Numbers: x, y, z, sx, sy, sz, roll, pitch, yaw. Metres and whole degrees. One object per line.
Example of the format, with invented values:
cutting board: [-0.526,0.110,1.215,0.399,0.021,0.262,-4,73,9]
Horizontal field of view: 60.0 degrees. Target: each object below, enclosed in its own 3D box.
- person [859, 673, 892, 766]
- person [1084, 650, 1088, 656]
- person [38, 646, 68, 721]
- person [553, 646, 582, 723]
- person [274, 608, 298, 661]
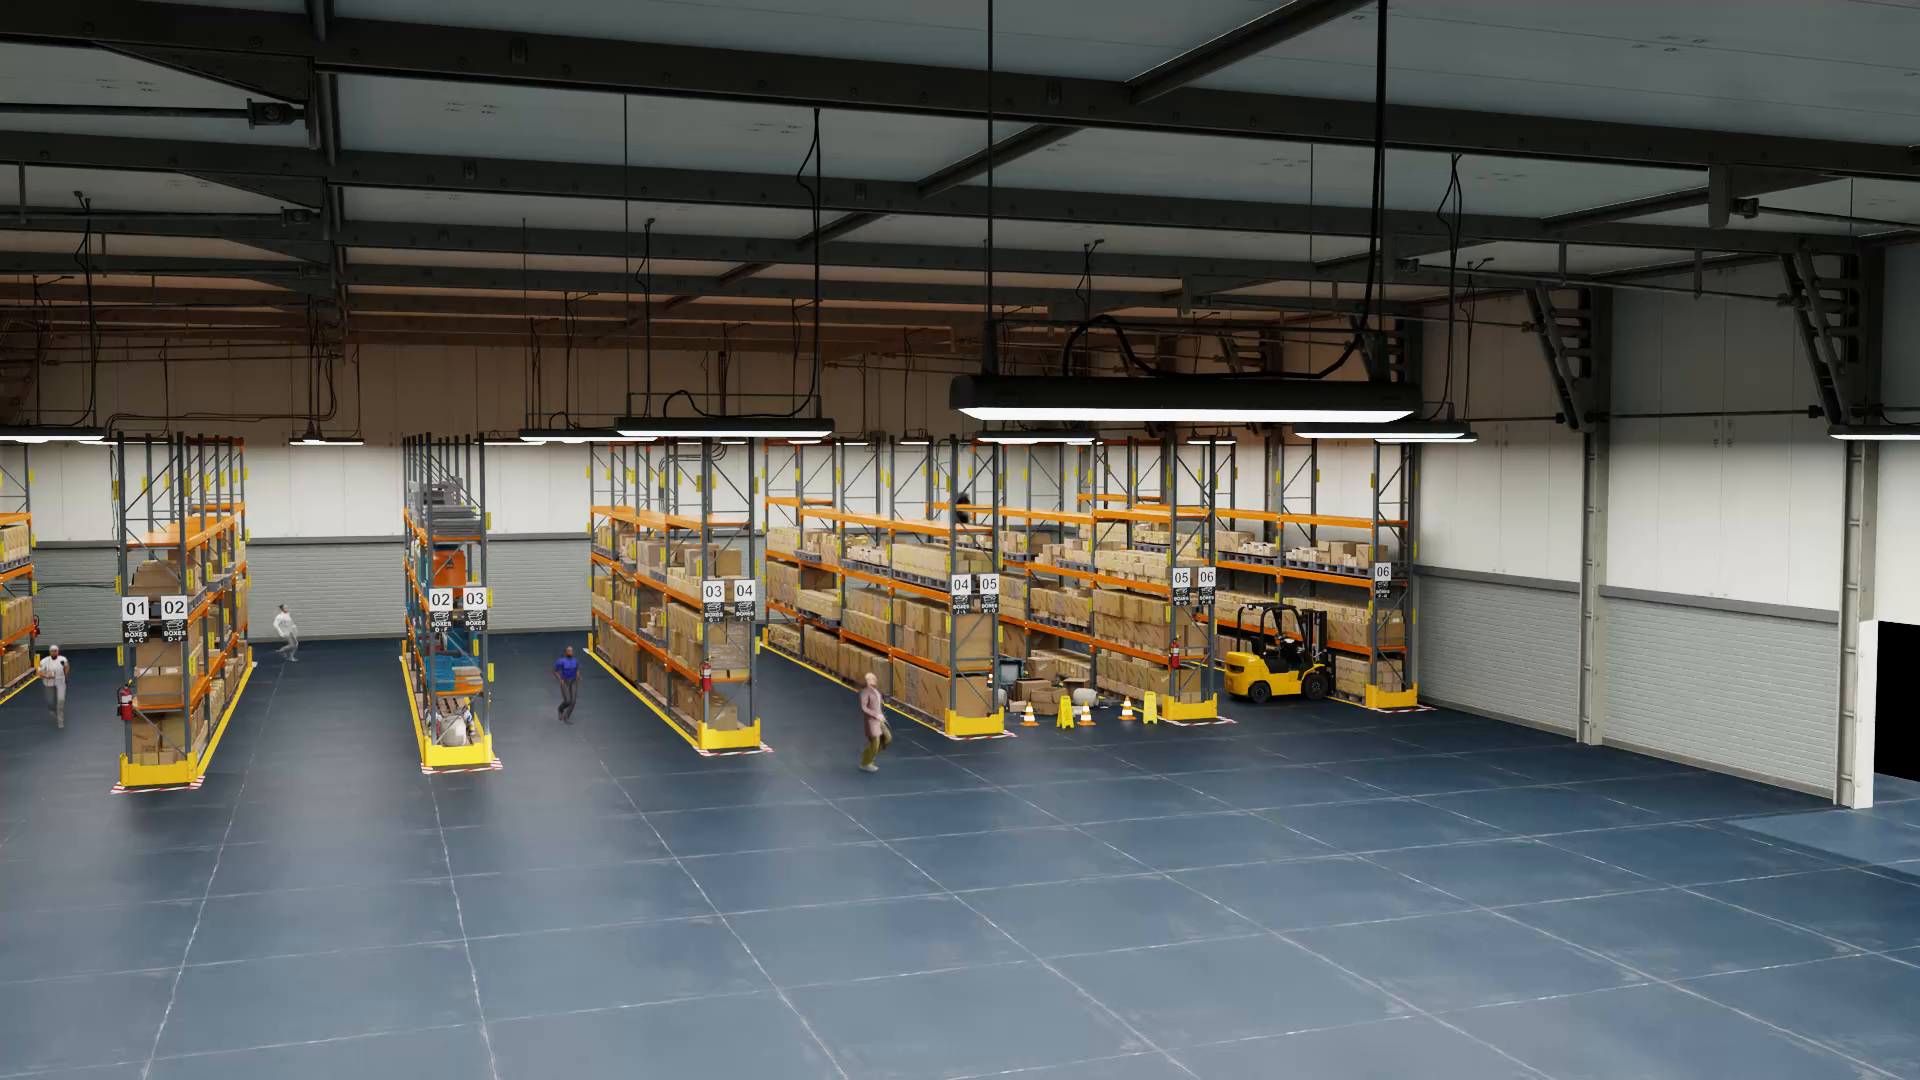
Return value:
person: [-1.505,3.288,29.477,0.561,1.468,0.721,1,3,22]
person: [3.170,2.464,44.433,0.718,1.611,0.577,-1,3,-21]
person: [-18.694,2.938,34.289,0.550,1.548,0.933,-2,4,-26]
person: [-8.113,3.001,34.504,0.550,1.610,0.544,-3,4,-42]
person: [-18.066,2.493,44.521,0.513,1.571,0.689,1,3,12]
